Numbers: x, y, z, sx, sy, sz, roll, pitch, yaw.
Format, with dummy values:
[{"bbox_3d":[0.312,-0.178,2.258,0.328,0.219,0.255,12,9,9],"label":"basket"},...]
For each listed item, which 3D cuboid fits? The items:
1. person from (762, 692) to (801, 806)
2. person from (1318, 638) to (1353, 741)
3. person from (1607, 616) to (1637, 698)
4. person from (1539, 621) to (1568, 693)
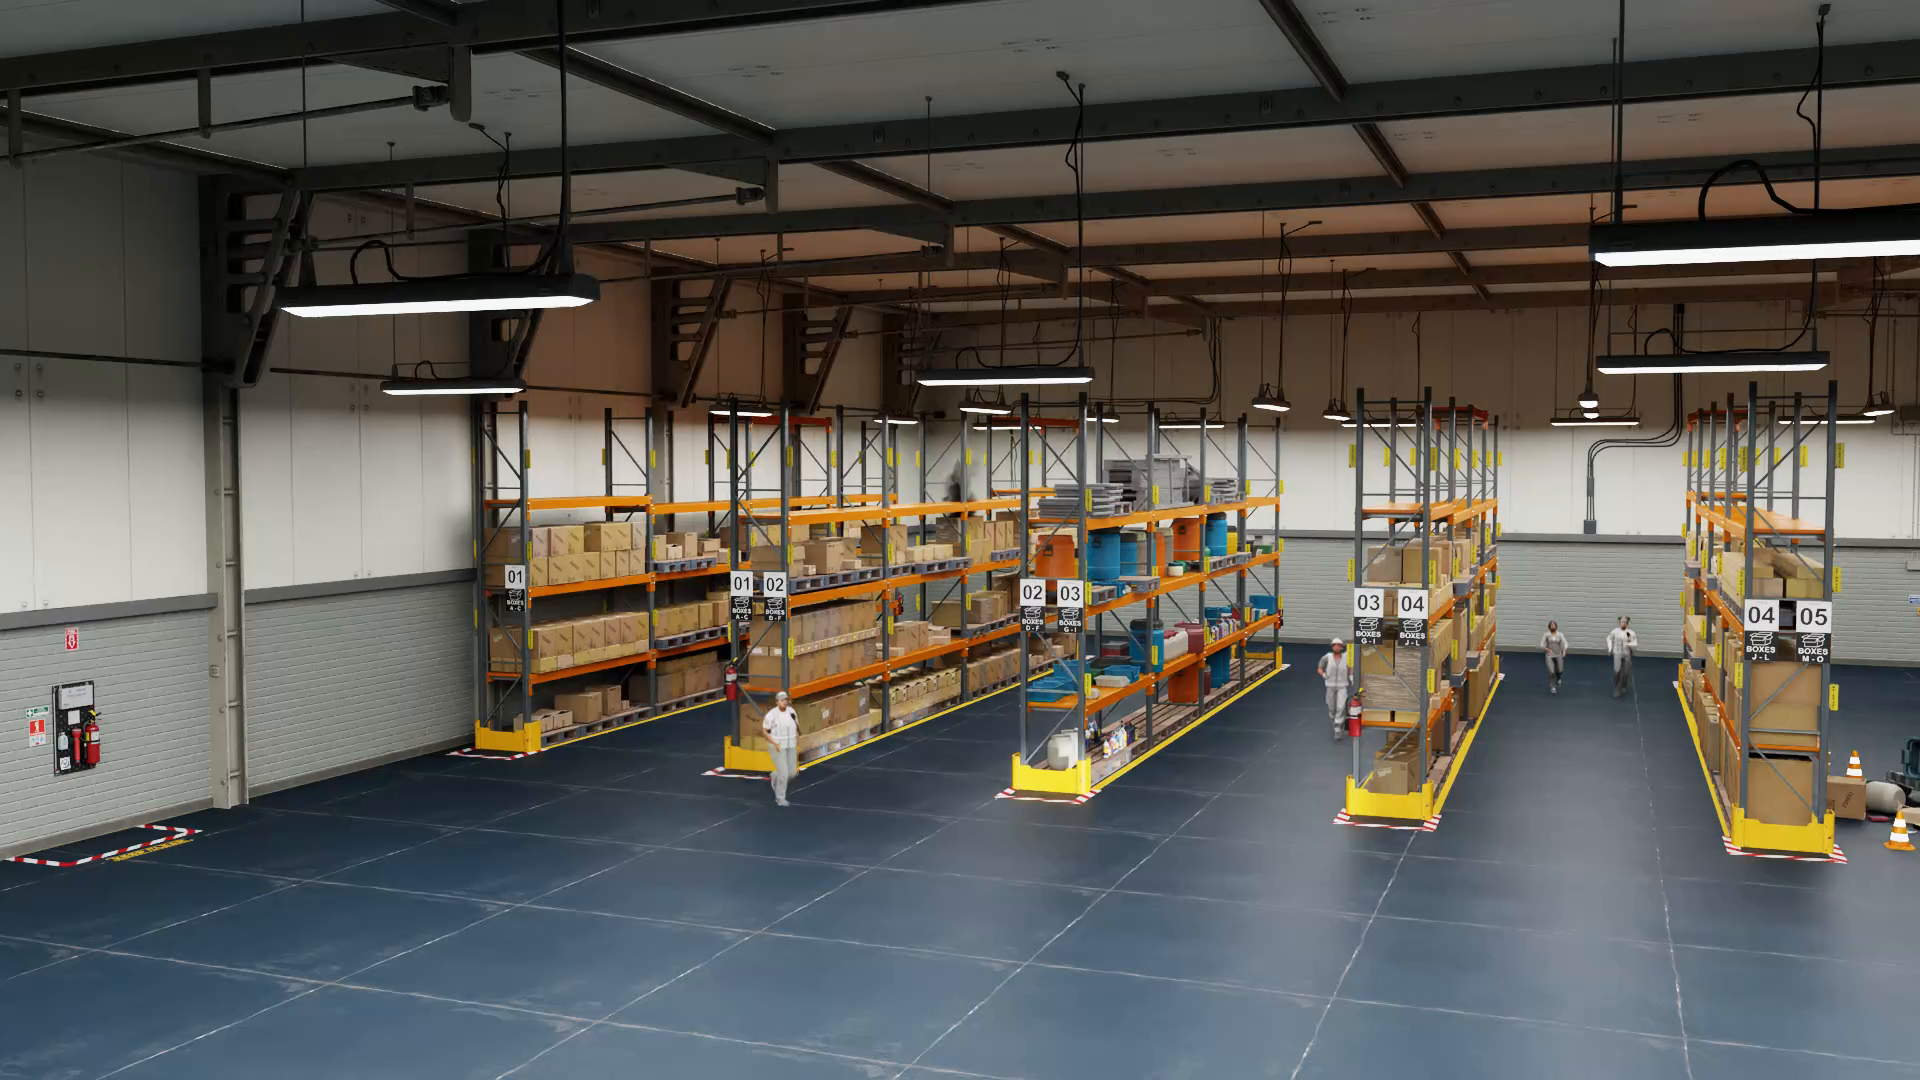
[{"bbox_3d":[-2.618,3.018,24.237,0.619,1.655,0.599,-2,3,-36],"label":"person"},{"bbox_3d":[6.732,2.641,29.769,0.649,1.778,1.007,1,3,15],"label":"person"},{"bbox_3d":[13.941,2.459,35.005,0.576,1.746,0.705,1,3,19],"label":"person"},{"bbox_3d":[12.717,2.503,35.629,0.583,1.542,0.512,1,3,17],"label":"person"}]
